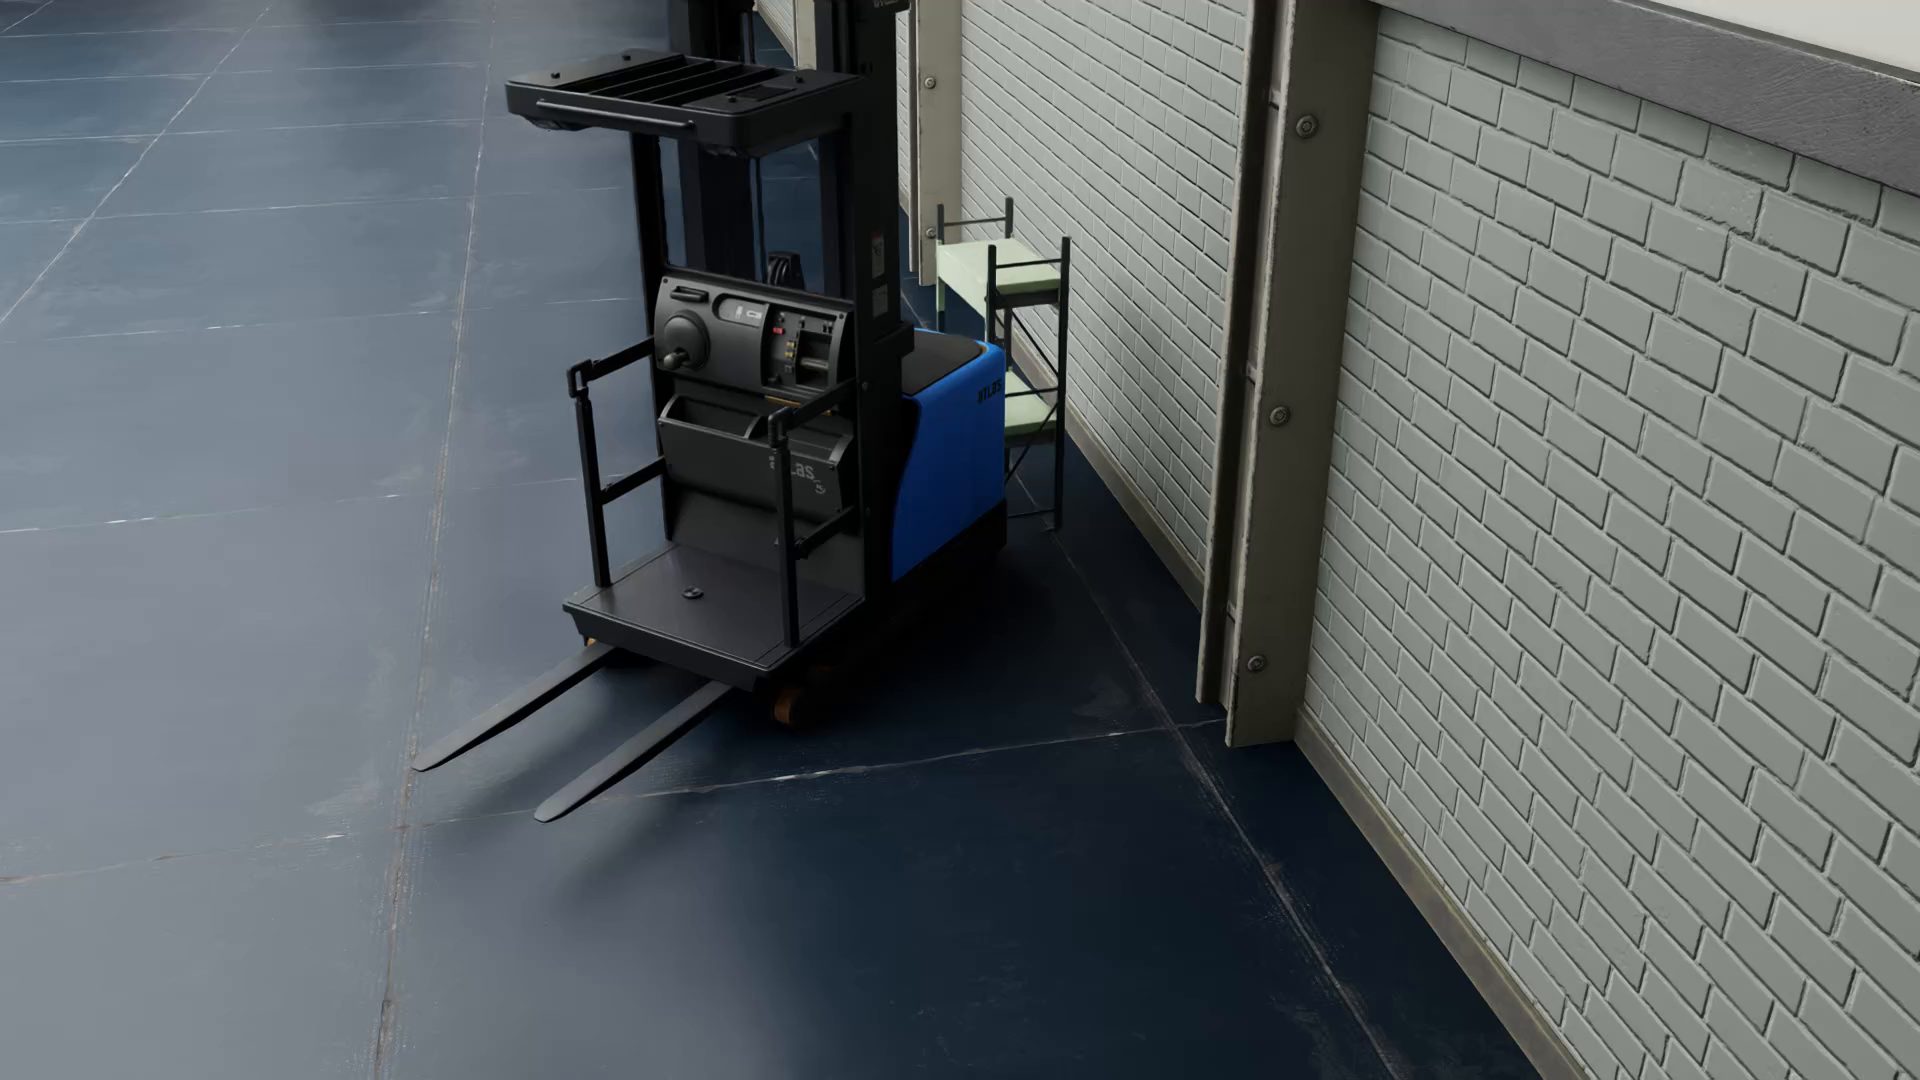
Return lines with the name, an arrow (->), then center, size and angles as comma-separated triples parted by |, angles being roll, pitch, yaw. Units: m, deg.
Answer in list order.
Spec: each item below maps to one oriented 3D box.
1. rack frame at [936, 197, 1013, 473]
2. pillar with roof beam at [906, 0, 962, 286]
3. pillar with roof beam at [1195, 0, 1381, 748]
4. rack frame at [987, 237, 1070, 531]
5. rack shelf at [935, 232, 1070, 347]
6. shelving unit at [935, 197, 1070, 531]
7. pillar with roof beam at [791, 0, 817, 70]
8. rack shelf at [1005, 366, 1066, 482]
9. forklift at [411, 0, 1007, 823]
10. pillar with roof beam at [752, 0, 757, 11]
rack frame -> 0.074, -1.012, 8.591 | 0.400, 1.500, 0.023 | -9, 28, -17
pillar with roof beam -> -4.369, -5.490, 9.140 | 9.100, 9.000, 0.400 | -6, 27, -12
pillar with roof beam -> -3.017, -2.856, 3.921 | 9.100, 9.000, 0.400 | -6, 27, -12
rack frame -> 0.318, -0.701, 7.975 | 0.400, 1.500, 0.023 | -9, 28, -17
rack shelf -> 0.196, -1.205, 8.107 | 0.431, 0.370, 0.720 | -9, 28, -17
shelving unit -> 0.196, -0.857, 8.283 | 0.431, 1.500, 0.755 | -9, 28, -17
pillar with roof beam -> -5.721, -8.124, 14.358 | 9.100, 9.000, 0.400 | -6, 27, -12
rack shelf -> 0.196, -0.566, 8.430 | 0.431, 0.370, 0.720 | -9, 28, -17
forklift -> -0.960, -0.787, 6.556 | 1.130, 2.935, 3.031 | 15, 30, 27
pillar with roof beam -> -7.073, -10.758, 19.577 | 9.100, 9.000, 0.400 | -6, 27, -12
